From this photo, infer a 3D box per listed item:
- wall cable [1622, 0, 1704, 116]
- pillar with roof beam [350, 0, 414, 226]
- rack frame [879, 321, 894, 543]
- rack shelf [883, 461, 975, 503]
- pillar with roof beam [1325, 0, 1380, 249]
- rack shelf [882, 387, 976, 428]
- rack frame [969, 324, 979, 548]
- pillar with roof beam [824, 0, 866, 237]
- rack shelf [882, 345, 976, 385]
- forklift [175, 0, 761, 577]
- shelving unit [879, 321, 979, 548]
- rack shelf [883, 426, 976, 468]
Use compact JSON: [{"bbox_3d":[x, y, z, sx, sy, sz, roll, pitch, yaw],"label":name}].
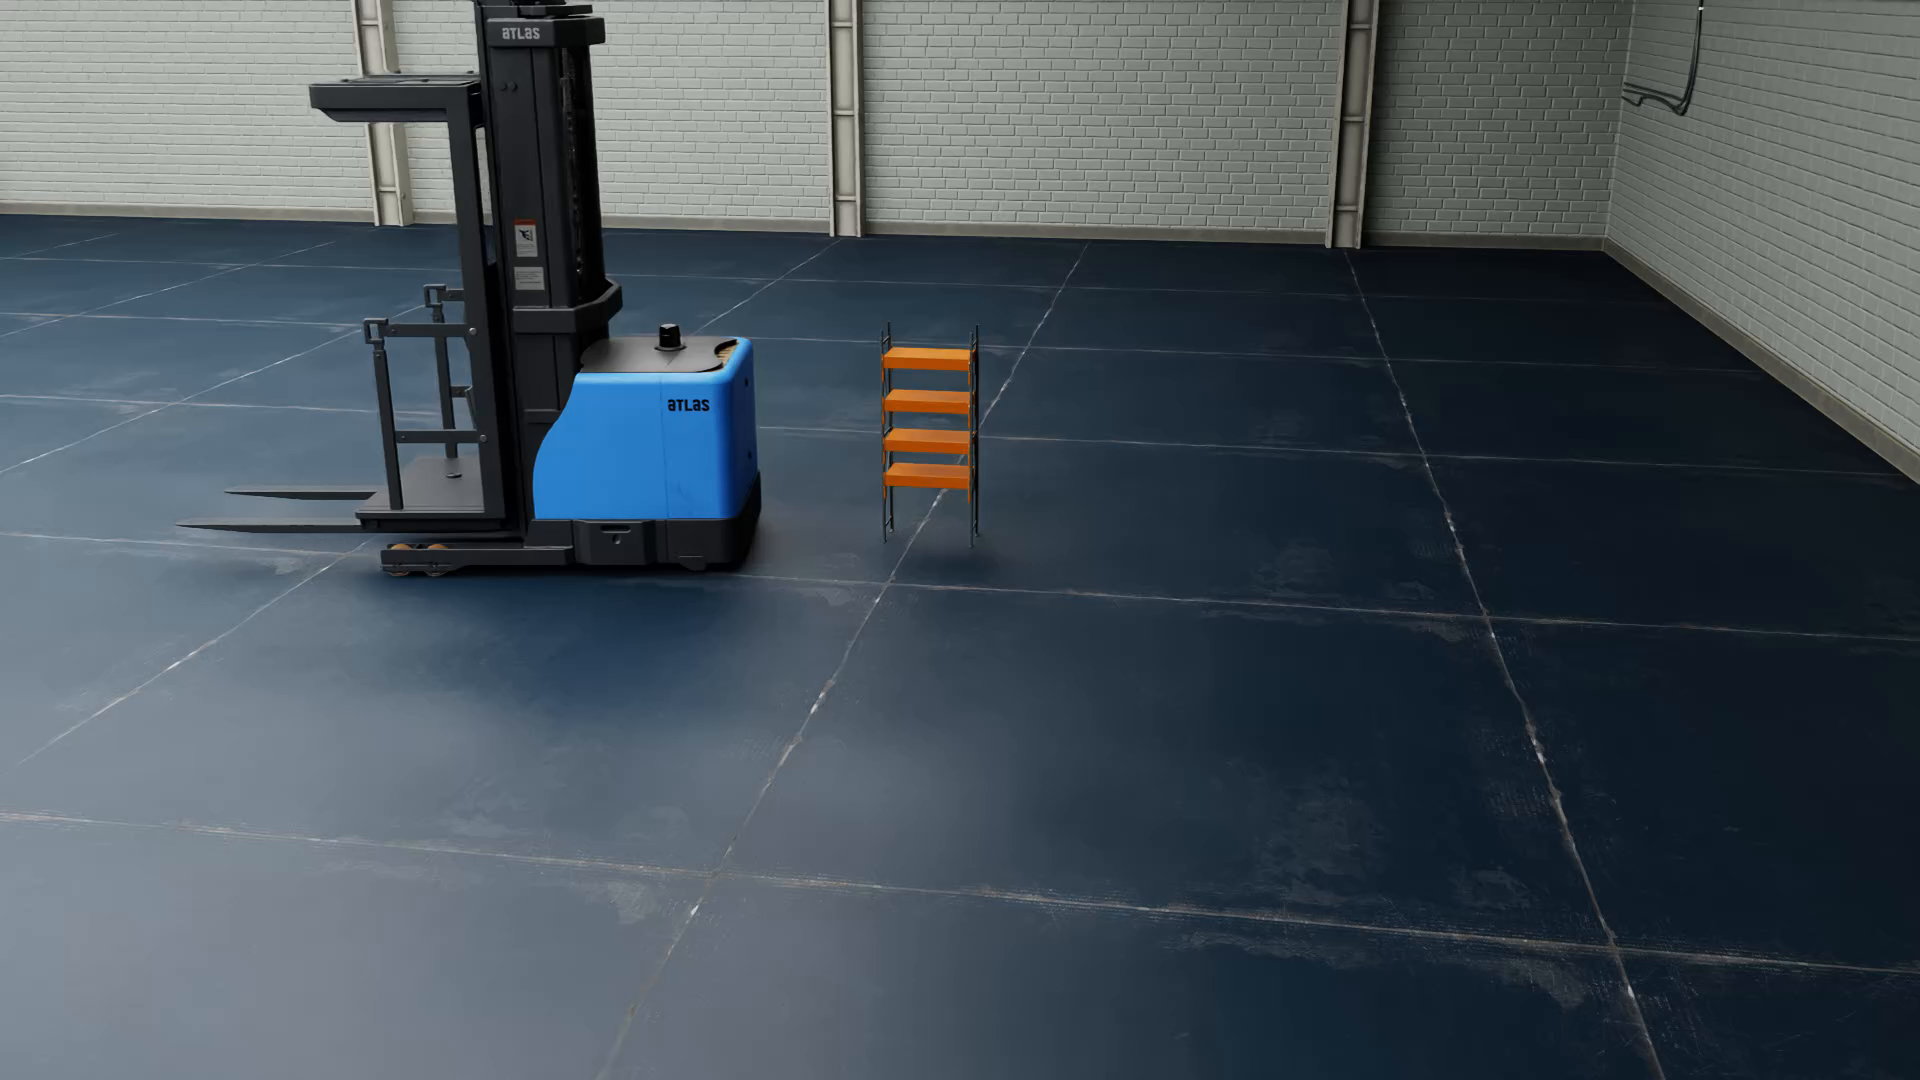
[{"bbox_3d":[7.237,-5.714,17.092,0.112,2.526,3.097,3,19,9],"label":"wall cable"},{"bbox_3d":[-7.993,-7.004,16.054,0.400,9.000,9.100,3,19,9],"label":"pillar with roof beam"},{"bbox_3d":[-0.404,-0.590,9.174,0.015,1.200,0.240,3,19,9],"label":"rack frame"},{"bbox_3d":[-0.163,-0.325,9.222,0.480,0.148,0.258,3,19,9],"label":"rack shelf"},{"bbox_3d":[3.855,-6.400,14.249,0.400,9.000,9.100,3,19,9],"label":"pillar with roof beam"},{"bbox_3d":[-0.163,-0.726,9.088,0.480,0.148,0.258,3,19,9],"label":"rack shelf"},{"bbox_3d":[0.077,-0.565,9.101,0.015,1.200,0.240,3,19,9],"label":"rack frame"},{"bbox_3d":[-2.069,-6.702,15.152,0.400,9.000,9.100,3,19,9],"label":"pillar with roof beam"},{"bbox_3d":[-0.163,-0.950,9.013,0.480,0.148,0.258,3,19,9],"label":"rack shelf"},{"bbox_3d":[-2.663,-1.367,8.768,3.031,2.935,1.130,0,18,0],"label":"forklift"},{"bbox_3d":[-0.163,-0.577,9.138,0.503,1.200,0.258,3,19,9],"label":"shelving unit"},{"bbox_3d":[-0.163,-0.514,9.159,0.480,0.148,0.258,3,19,9],"label":"rack shelf"}]
